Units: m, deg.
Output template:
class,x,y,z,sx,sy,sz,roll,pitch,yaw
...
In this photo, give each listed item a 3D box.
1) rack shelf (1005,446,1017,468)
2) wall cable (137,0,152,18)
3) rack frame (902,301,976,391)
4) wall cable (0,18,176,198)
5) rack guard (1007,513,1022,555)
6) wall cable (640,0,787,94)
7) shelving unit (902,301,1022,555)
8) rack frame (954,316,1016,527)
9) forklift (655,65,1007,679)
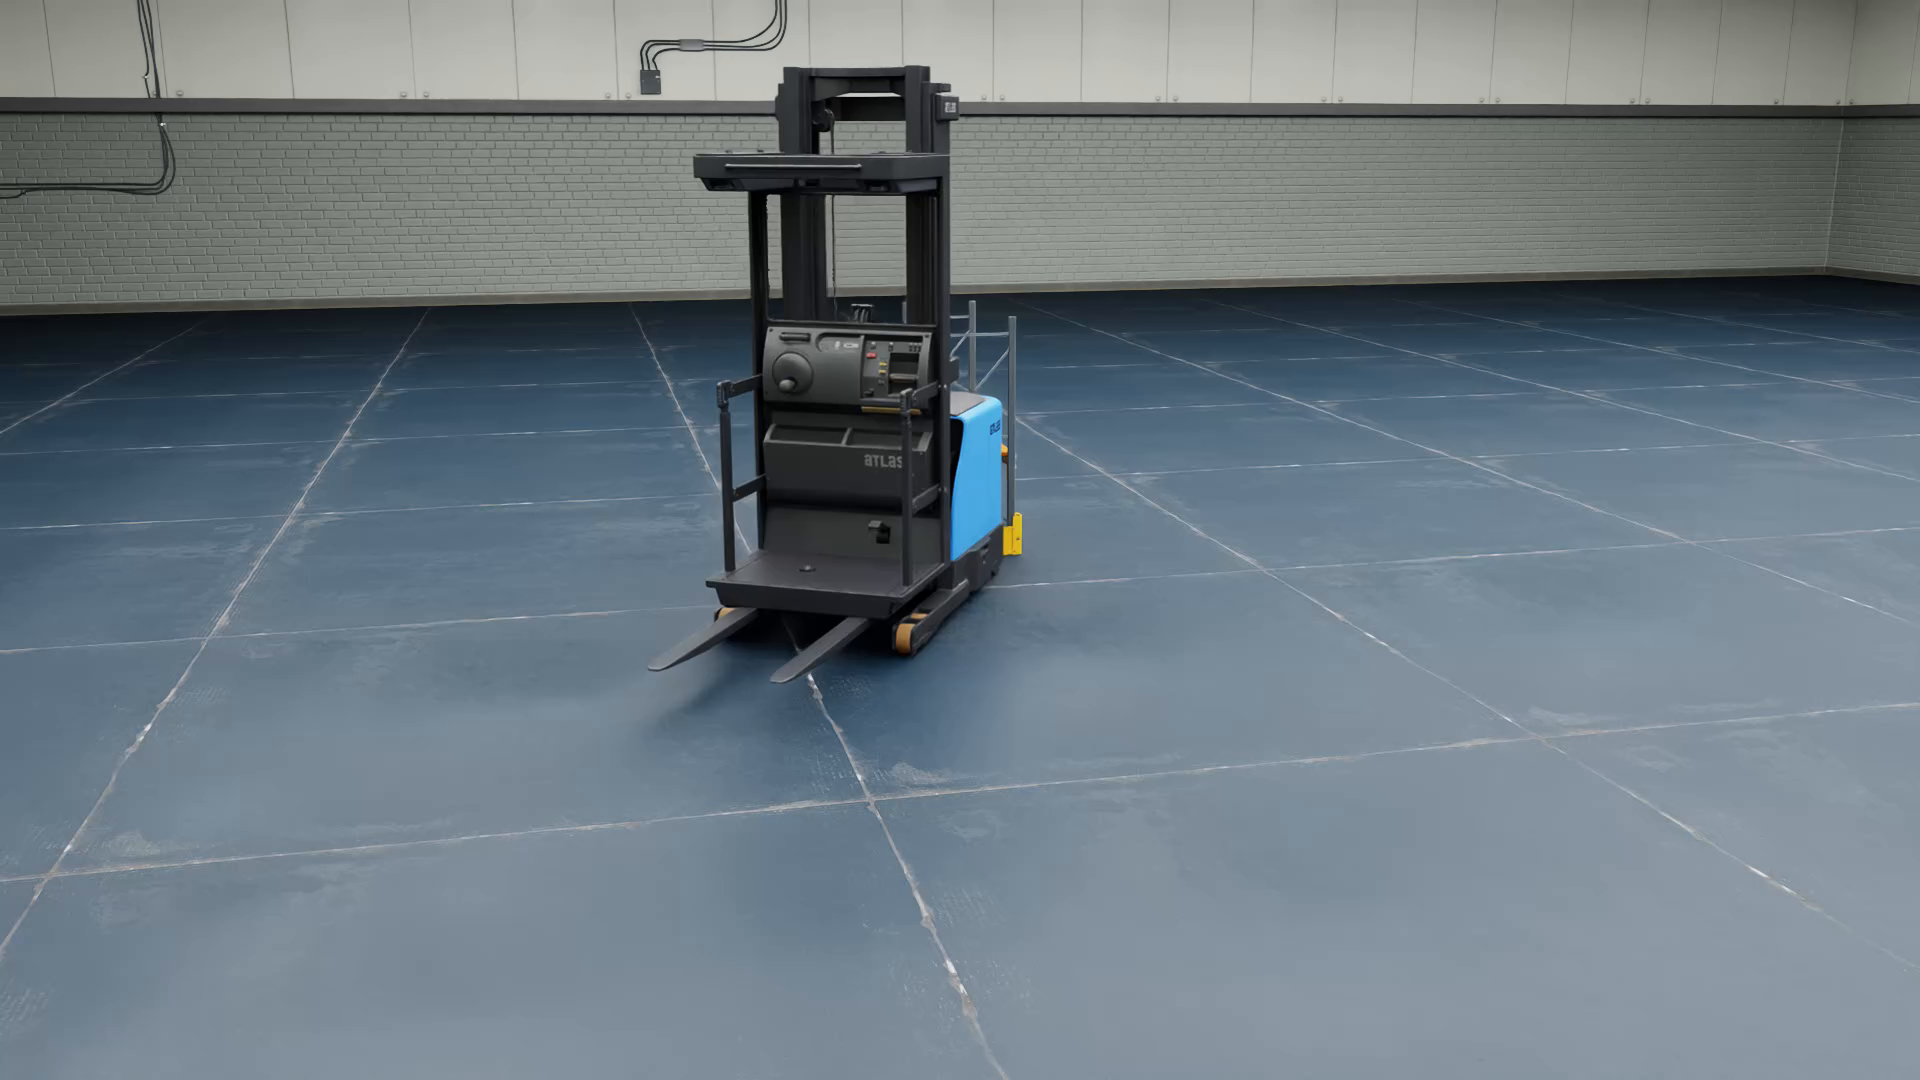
class,x,y,z,sx,sy,sz,roll,pitch,yaw
rack shelf,-0.020,-0.574,10.872,0.538,0.185,1.000,-3,14,-13
wall cable,-10.417,-8.811,23.934,3.097,2.526,0.112,-3,14,-13
rack frame,-0.139,-0.866,11.310,0.500,1.500,0.032,-3,14,-13
wall cable,-13.047,-6.207,23.916,3.097,2.526,0.112,-3,14,-13
rack guard,0.099,-0.024,10.499,0.587,0.250,0.087,-3,14,-13
wall cable,-3.815,-9.893,25.295,2.305,6.003,0.169,-3,14,-13
shelving unit,-0.018,-0.746,10.821,0.587,1.500,1.083,-3,14,-13
rack frame,0.099,-0.631,10.350,0.500,1.500,0.032,-3,14,-13
forklift,-0.638,-0.956,8.664,1.130,2.935,3.031,4,14,17
